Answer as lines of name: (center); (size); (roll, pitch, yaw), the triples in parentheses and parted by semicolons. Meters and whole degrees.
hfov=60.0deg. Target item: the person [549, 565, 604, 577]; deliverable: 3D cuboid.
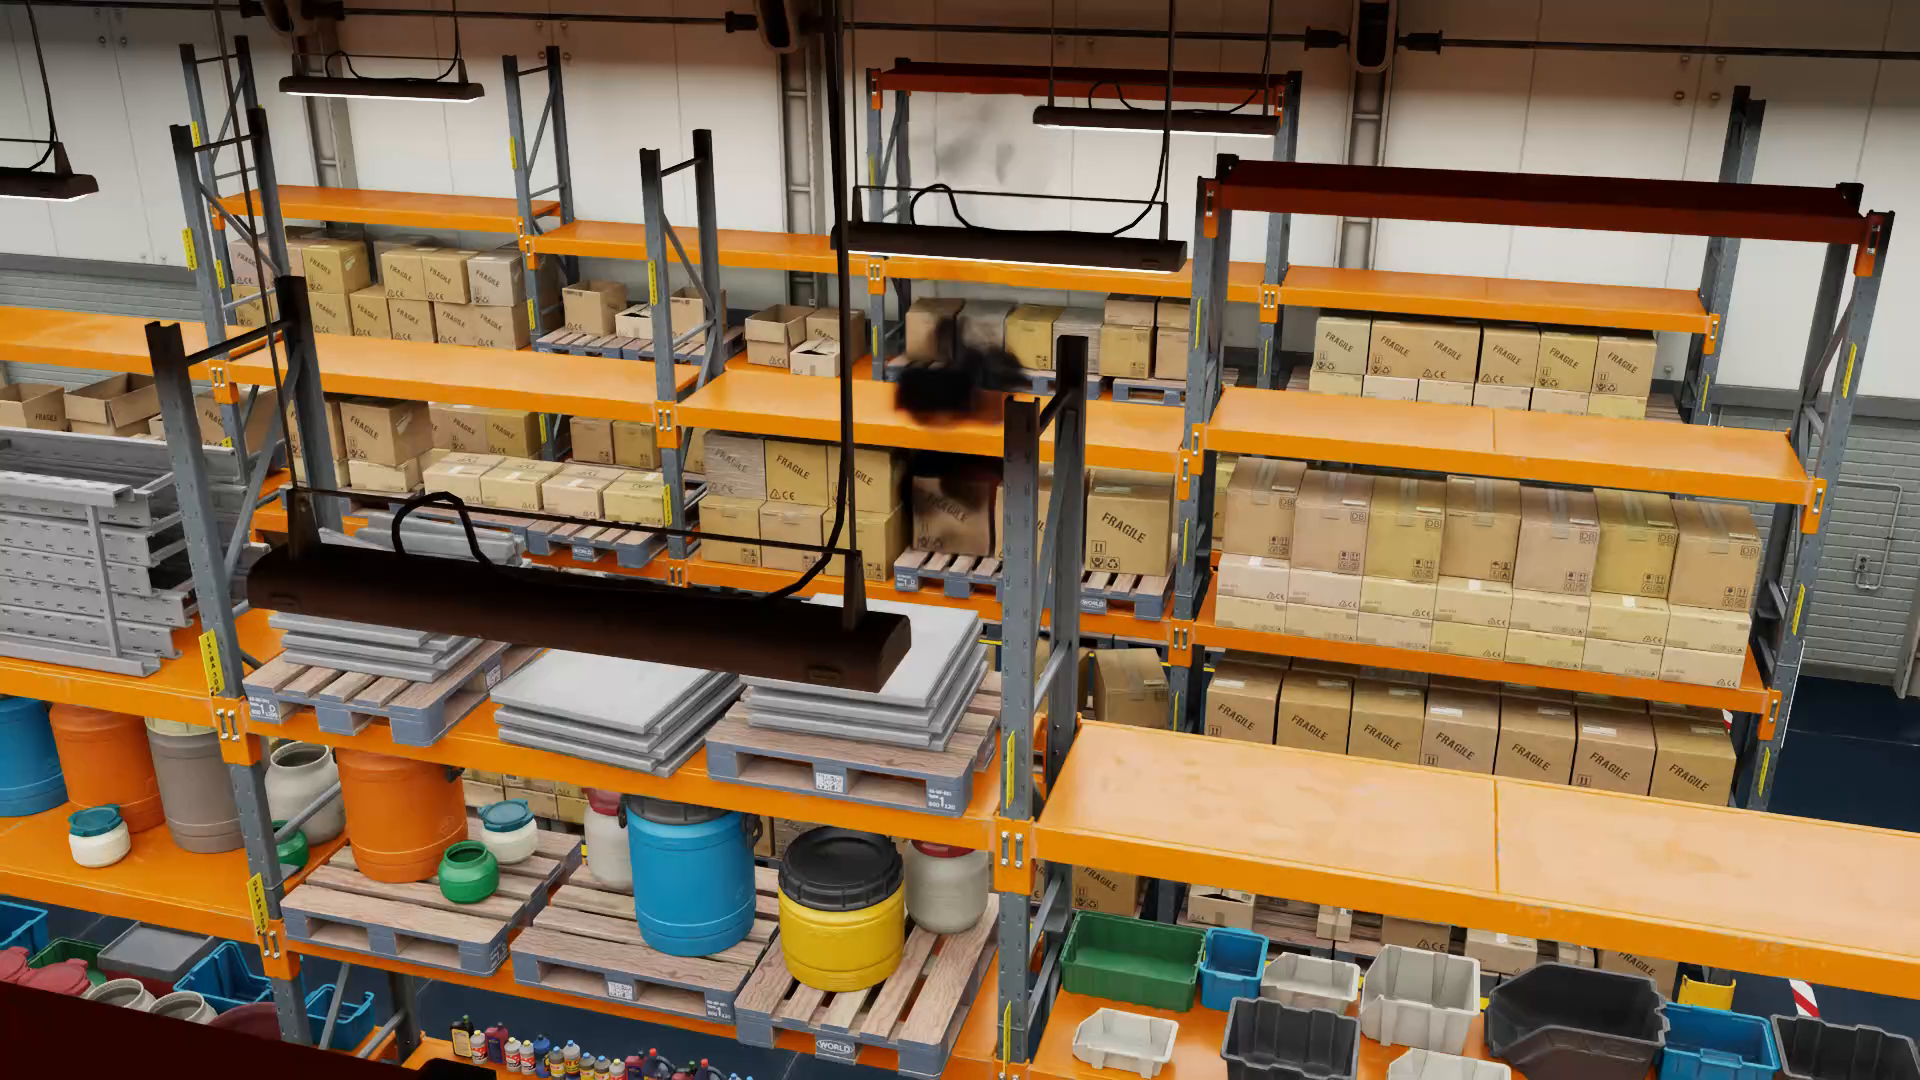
person: (-3.834, 0.552, 17.089); (0.956, 1.795, 0.657); (3, 23, 7)
